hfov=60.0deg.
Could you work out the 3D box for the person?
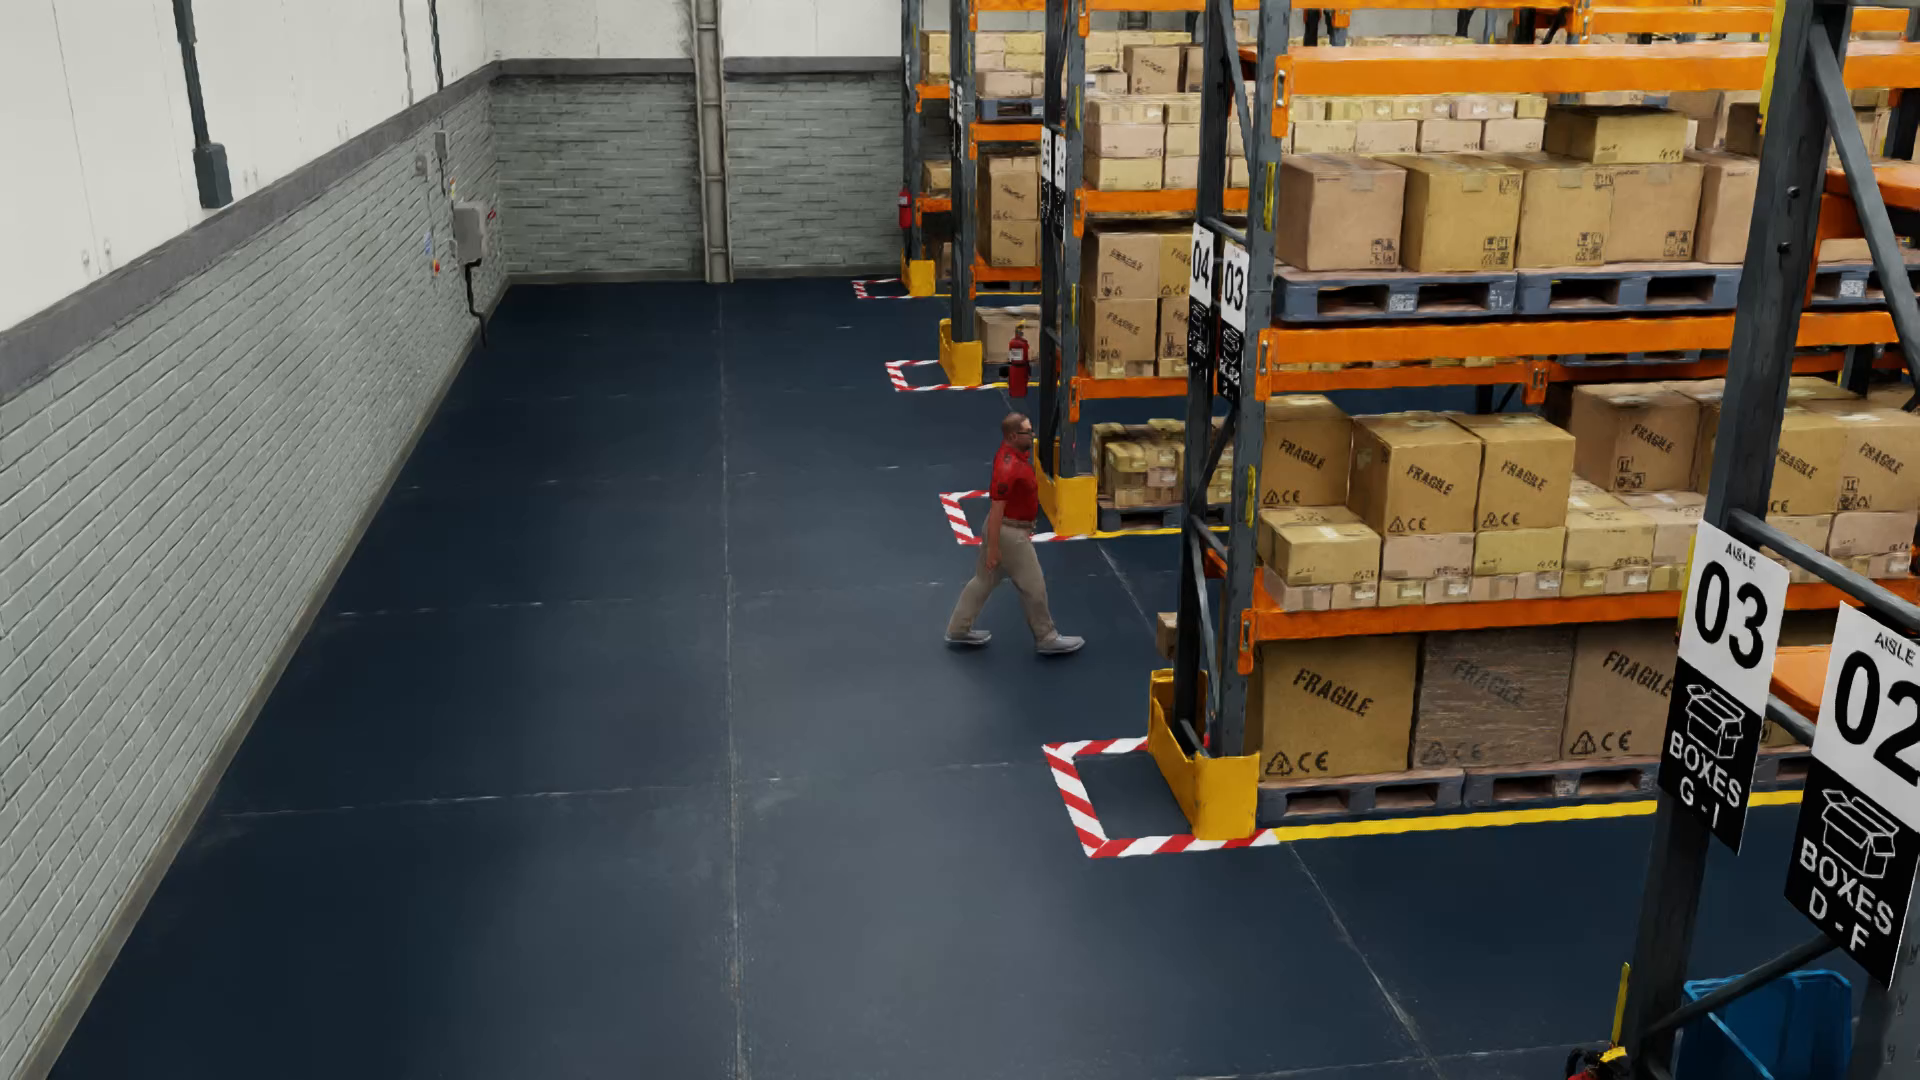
[{"bbox_3d":[0.374,-0.054,11.269,0.963,1.686,0.605,0,20,-1],"label":"person"}]
